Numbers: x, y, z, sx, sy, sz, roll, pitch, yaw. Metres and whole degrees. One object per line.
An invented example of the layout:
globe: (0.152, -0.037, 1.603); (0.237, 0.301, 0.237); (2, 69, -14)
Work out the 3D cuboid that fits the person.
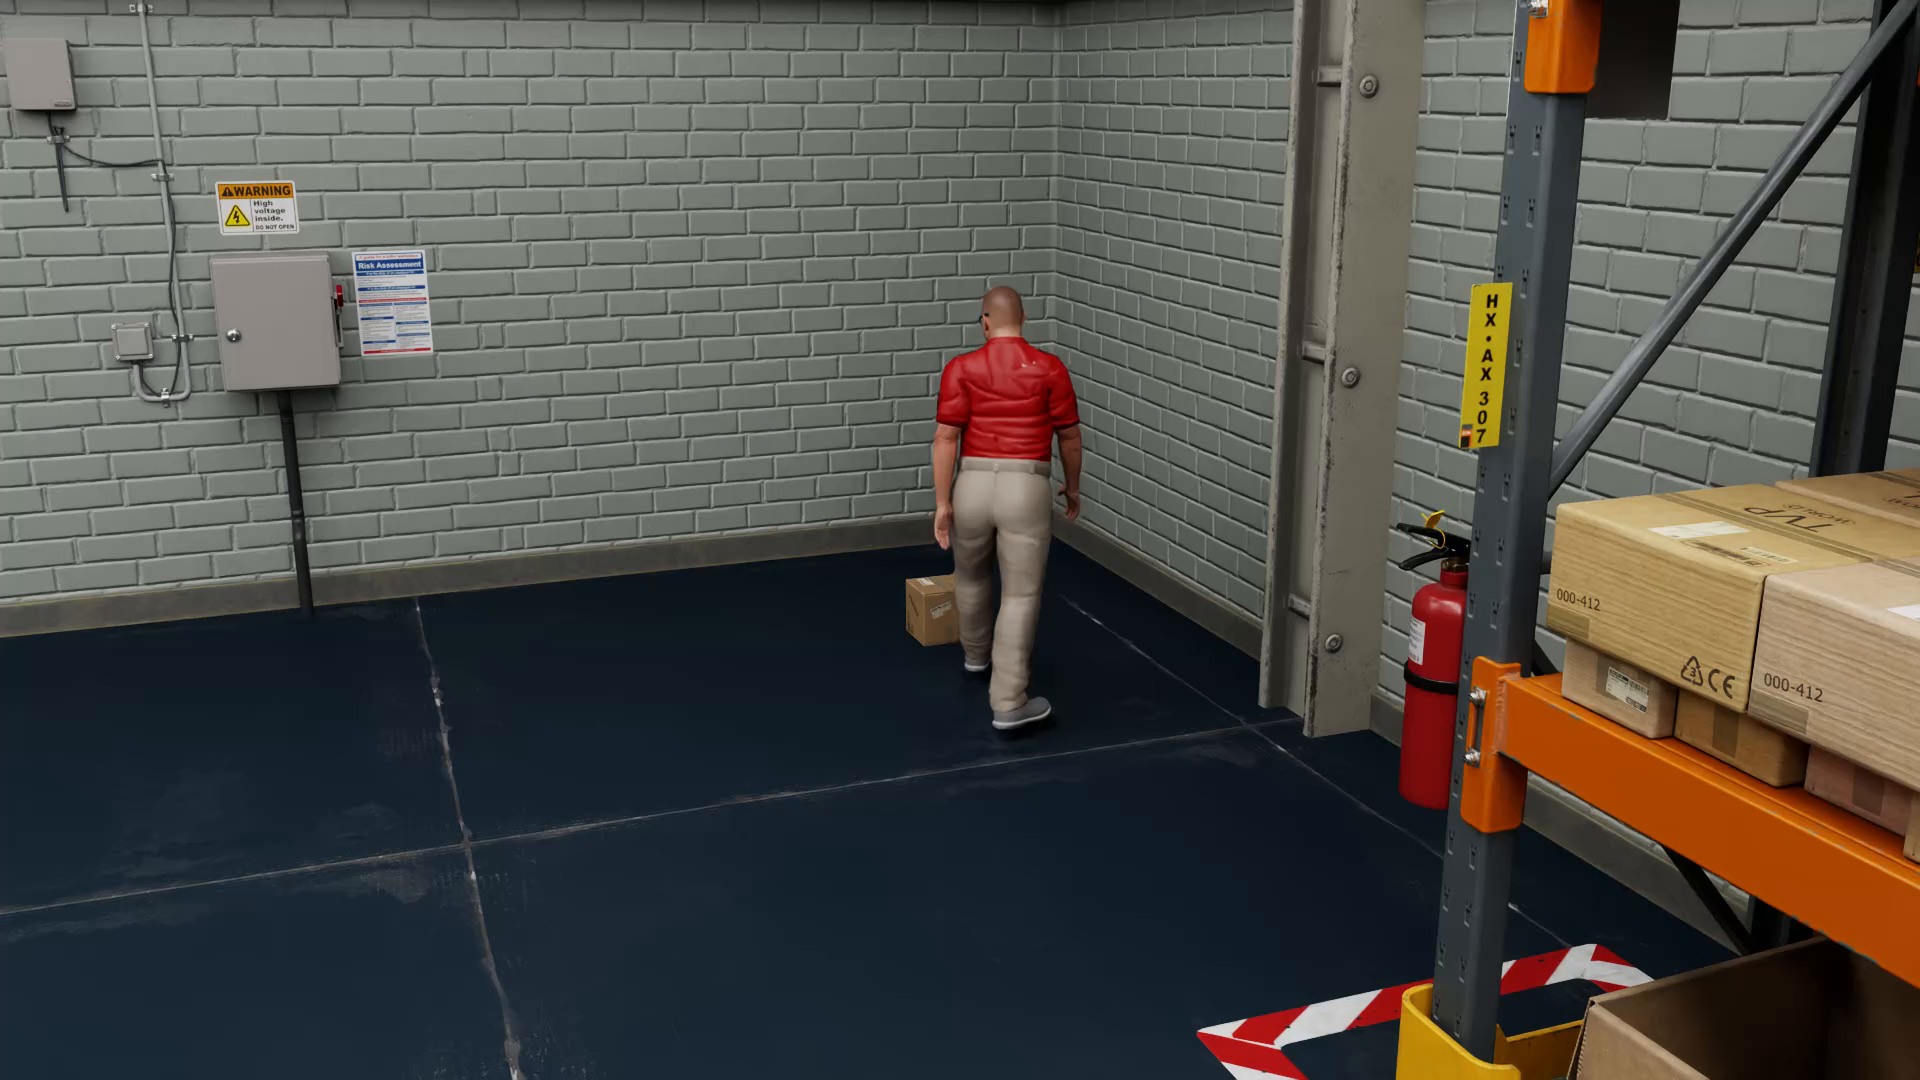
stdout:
person: (0.204, -0.174, 6.679); (0.547, 1.678, 0.930); (4, 16, 14)
